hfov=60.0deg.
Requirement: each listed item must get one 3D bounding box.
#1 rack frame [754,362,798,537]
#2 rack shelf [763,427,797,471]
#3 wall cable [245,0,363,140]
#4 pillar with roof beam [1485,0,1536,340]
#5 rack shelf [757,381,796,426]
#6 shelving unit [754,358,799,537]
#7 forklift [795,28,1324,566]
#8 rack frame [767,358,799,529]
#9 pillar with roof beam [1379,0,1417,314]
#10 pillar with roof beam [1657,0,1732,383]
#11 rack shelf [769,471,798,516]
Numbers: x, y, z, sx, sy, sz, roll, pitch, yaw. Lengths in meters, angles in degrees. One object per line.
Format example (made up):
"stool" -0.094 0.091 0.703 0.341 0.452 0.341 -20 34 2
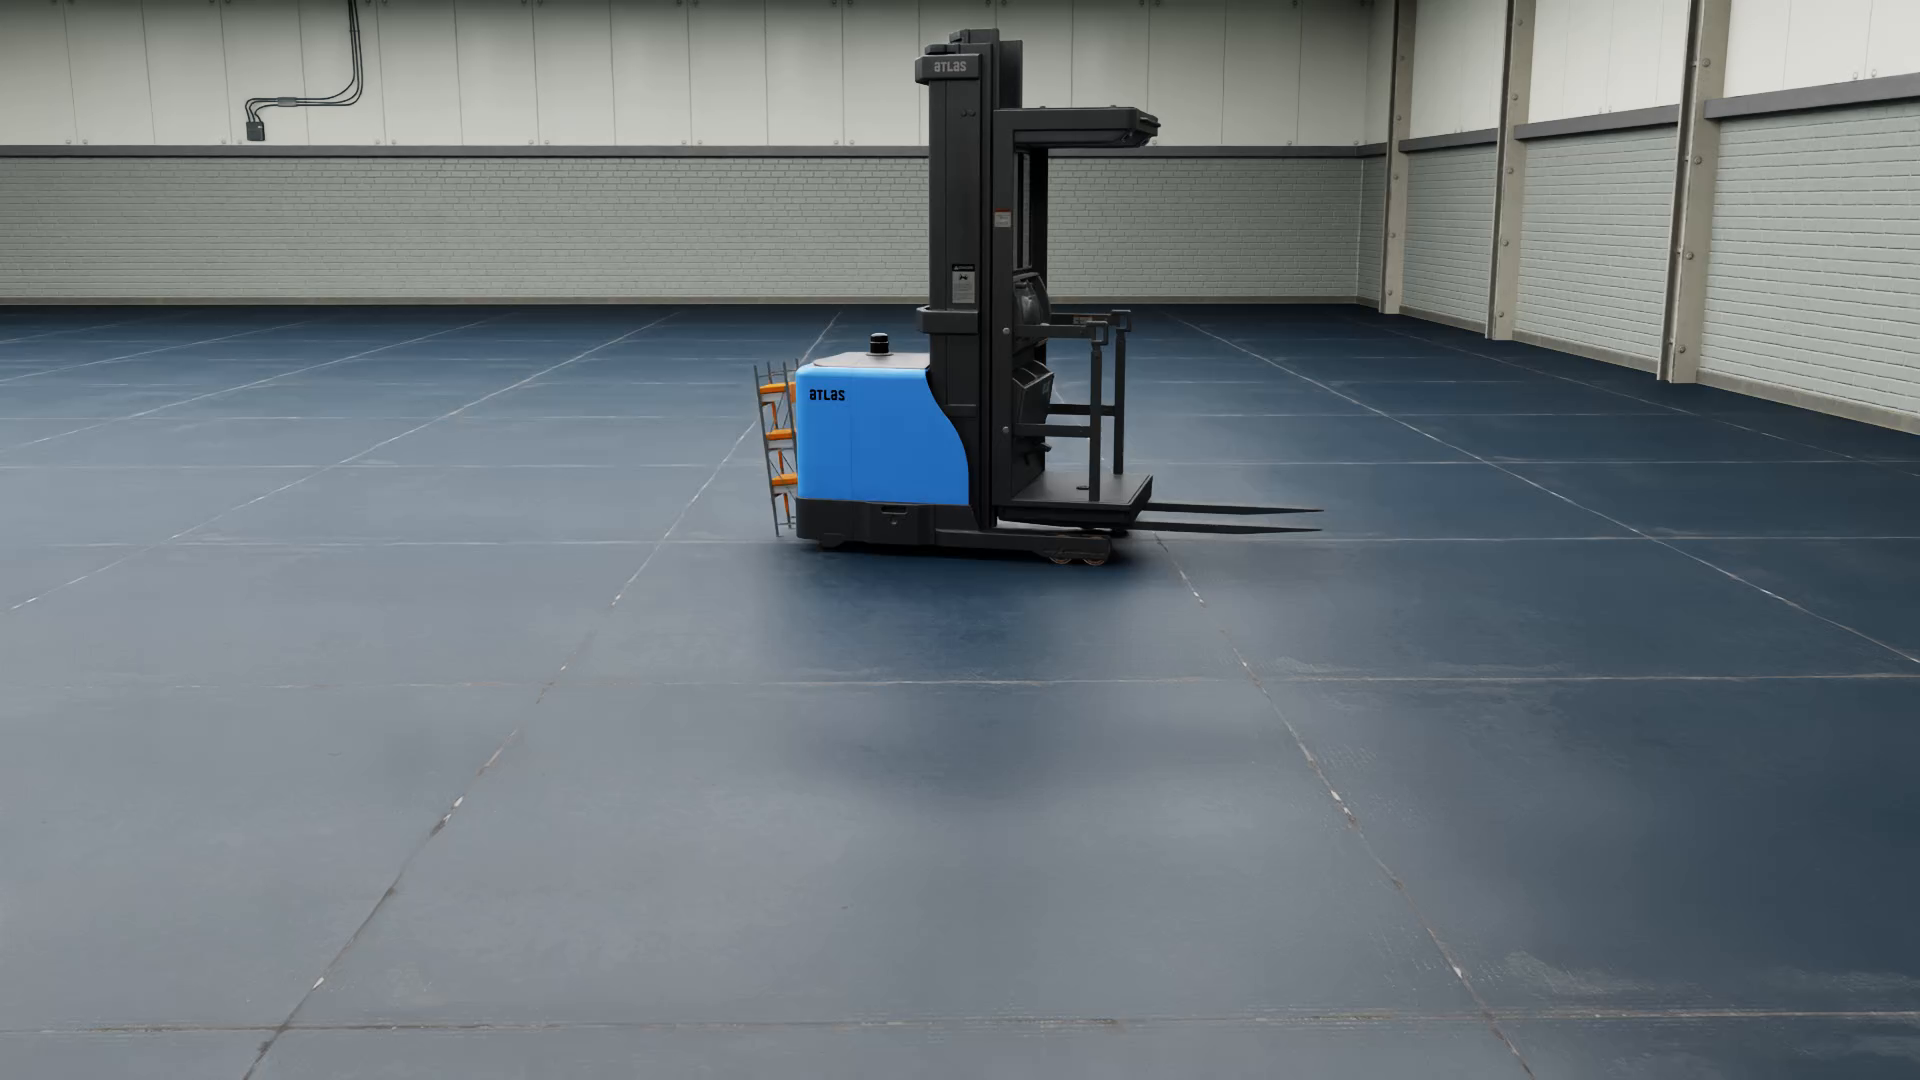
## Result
"rack frame" -1.081 -0.542 10.036 0.200 1.050 0.008 -4 10 13
"rack shelf" -1.054 -0.555 10.155 0.215 0.259 0.240 -4 10 13
"wall cable" -12.788 -10.776 31.987 2.305 6.003 0.169 0 11 -1
"pillar with roof beam" 3.773 -7.401 23.907 9.100 9.000 0.400 0 11 -1
"rack shelf" -1.086 -0.833 10.106 0.215 0.259 0.240 -4 10 13
"shelving unit" -1.056 -0.565 10.153 0.215 1.050 0.252 -4 10 13
"forklift" 0.606 -1.408 9.629 3.031 2.935 1.130 3 12 13
"rack frame" -1.030 -0.589 10.270 0.200 1.050 0.008 -4 10 13
"pillar with roof beam" 3.649 -8.594 29.786 9.100 9.000 0.400 0 11 -1
"pillar with roof beam" 3.897 -6.208 18.028 9.100 9.000 0.400 0 11 -1
"rack shelf" -1.023 -0.283 10.203 0.215 0.259 0.240 -4 10 13
